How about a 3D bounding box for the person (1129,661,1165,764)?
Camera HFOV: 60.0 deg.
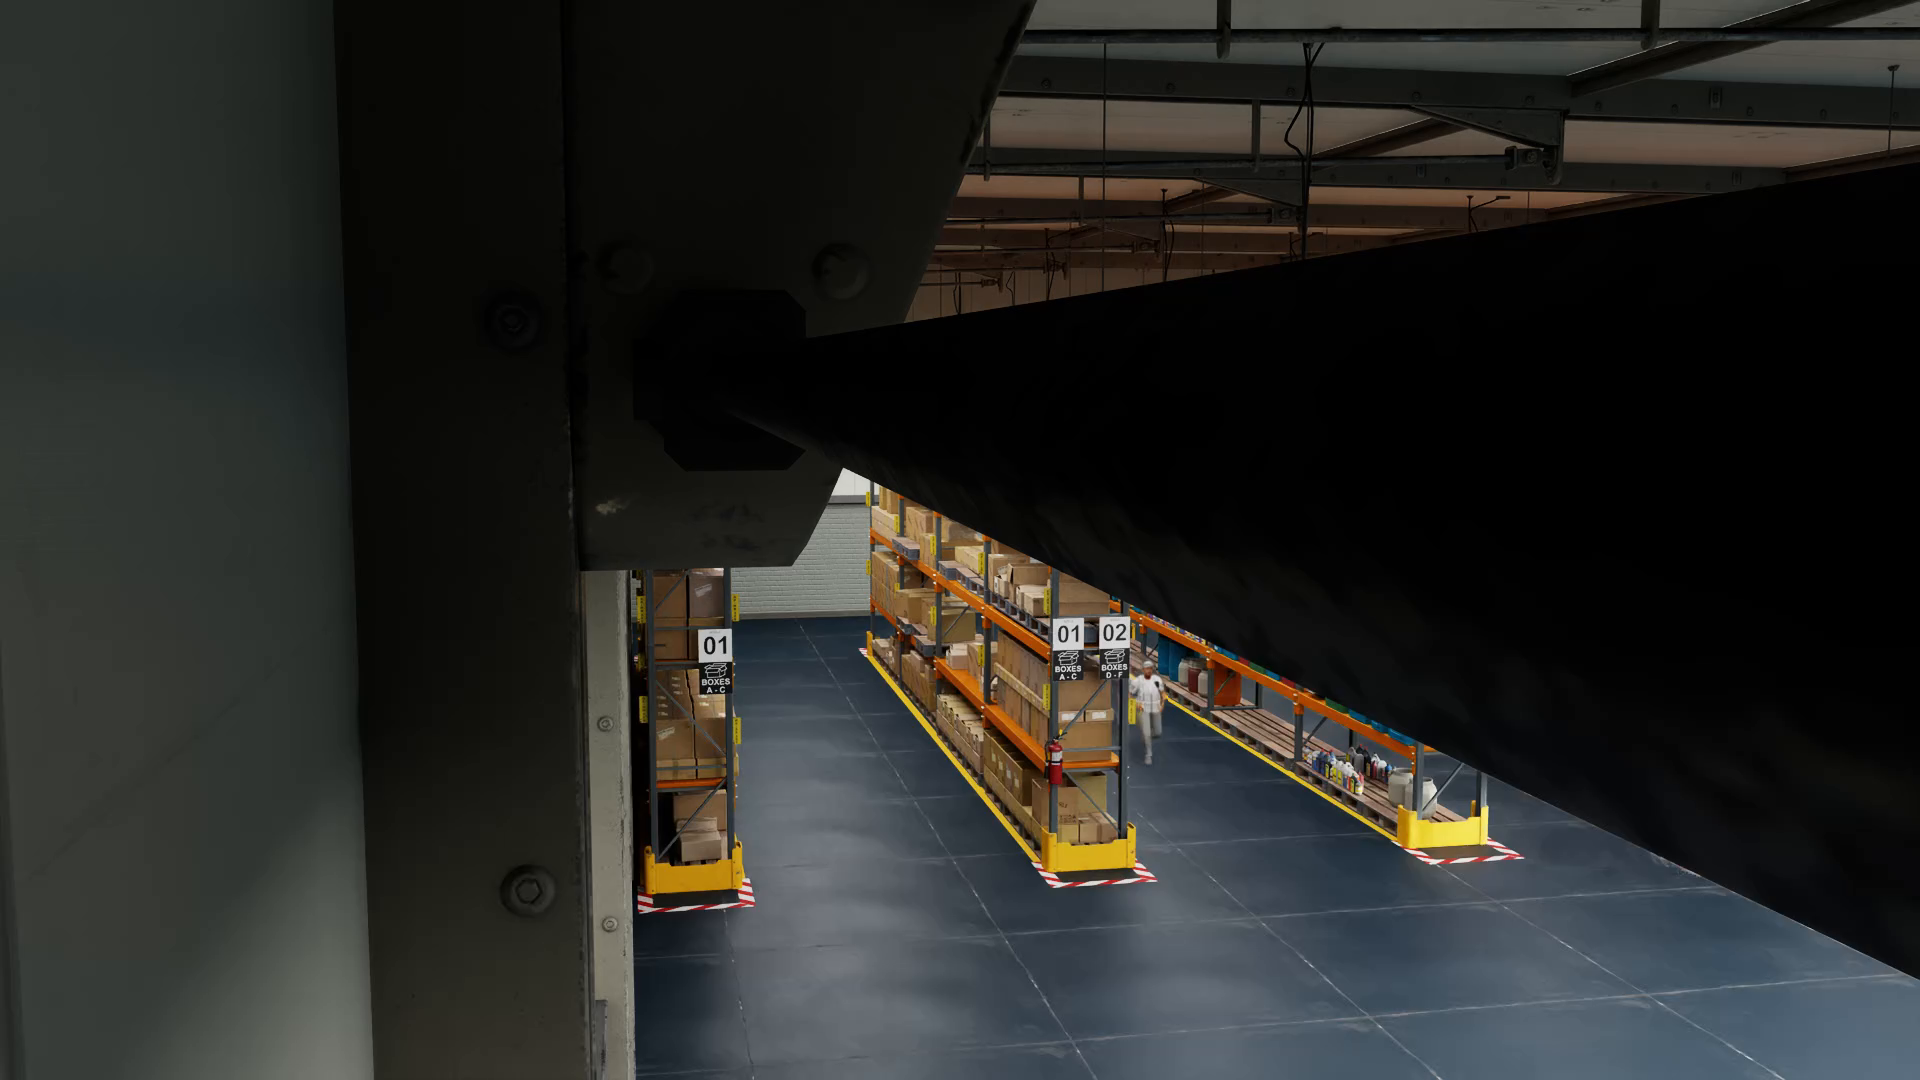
[{"bbox_3d":[3.008,2.750,26.773,0.632,1.632,0.622,-1,6,-13],"label":"person"}]
